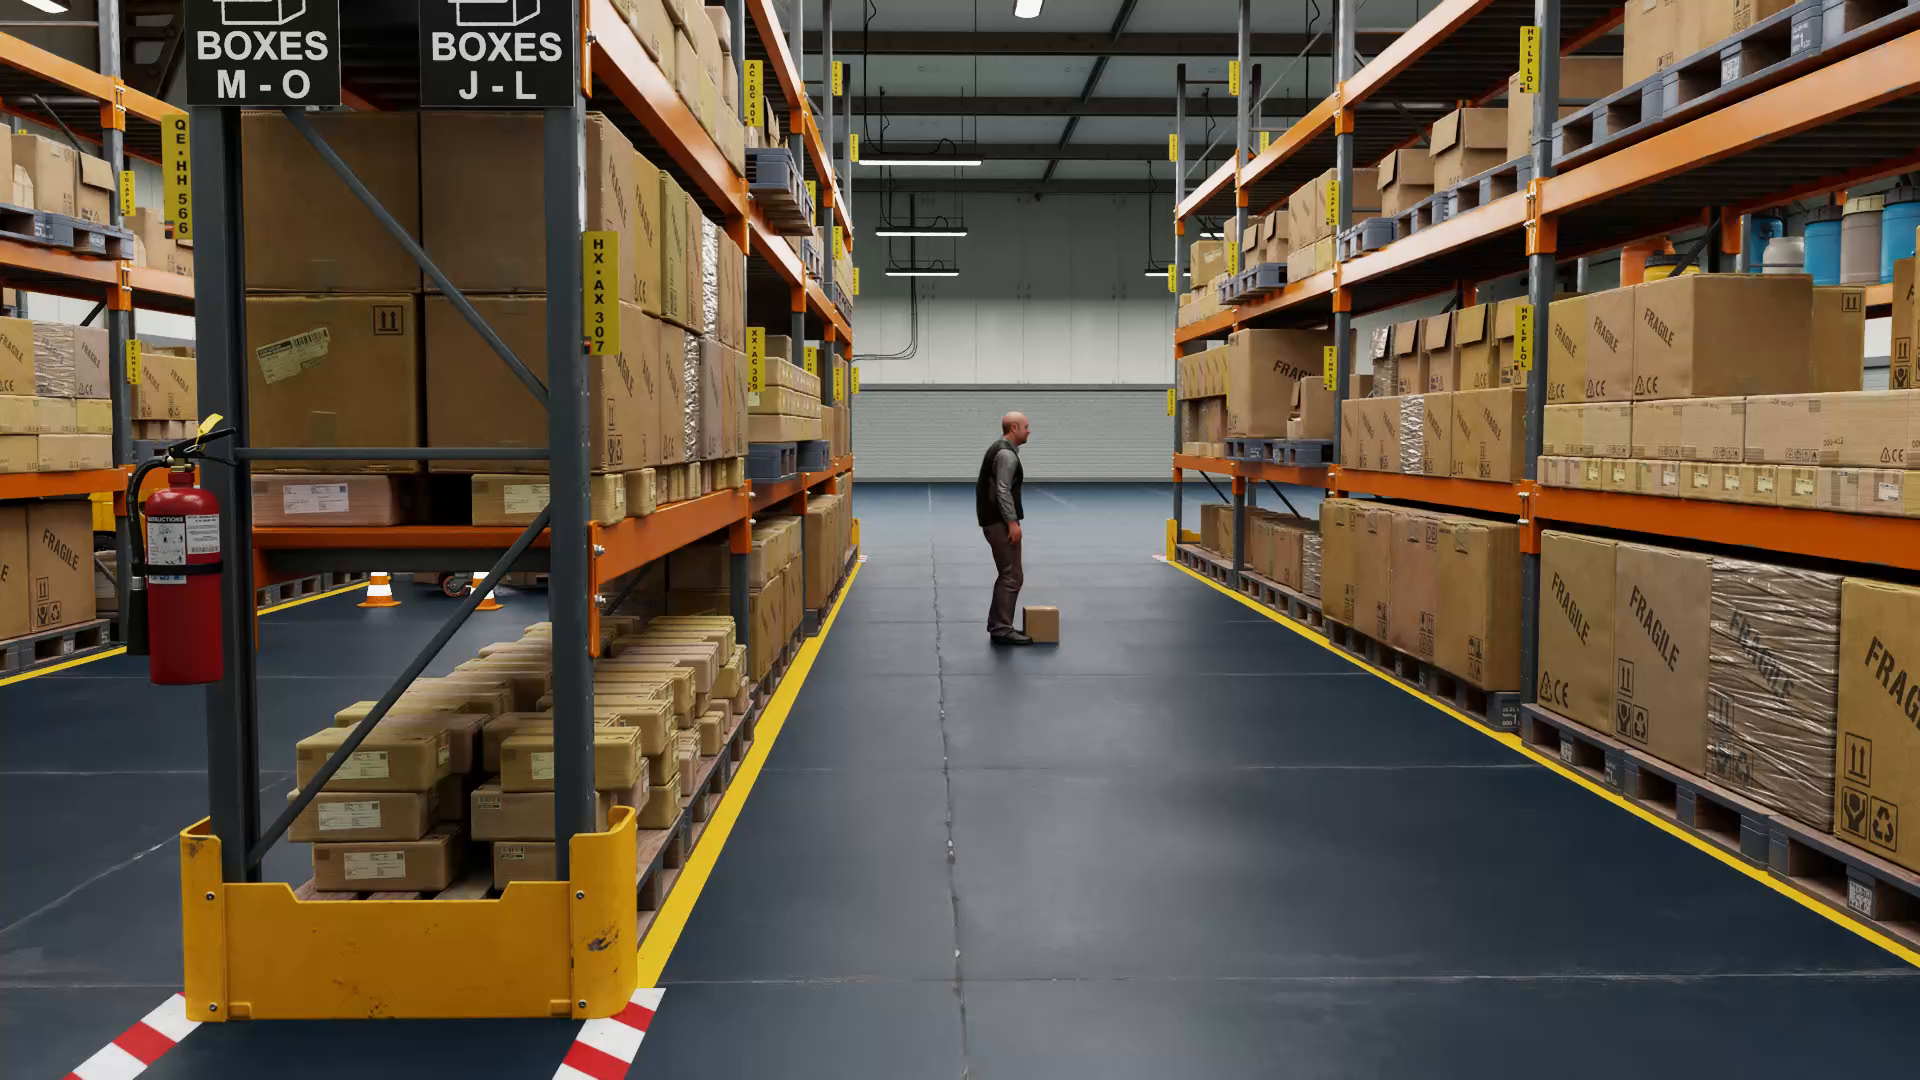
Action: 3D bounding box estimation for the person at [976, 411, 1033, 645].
[{"bbox_3d":[0.329,-0.100,12.449,0.415,1.721,0.580,0,4,-1],"label":"person"}]
